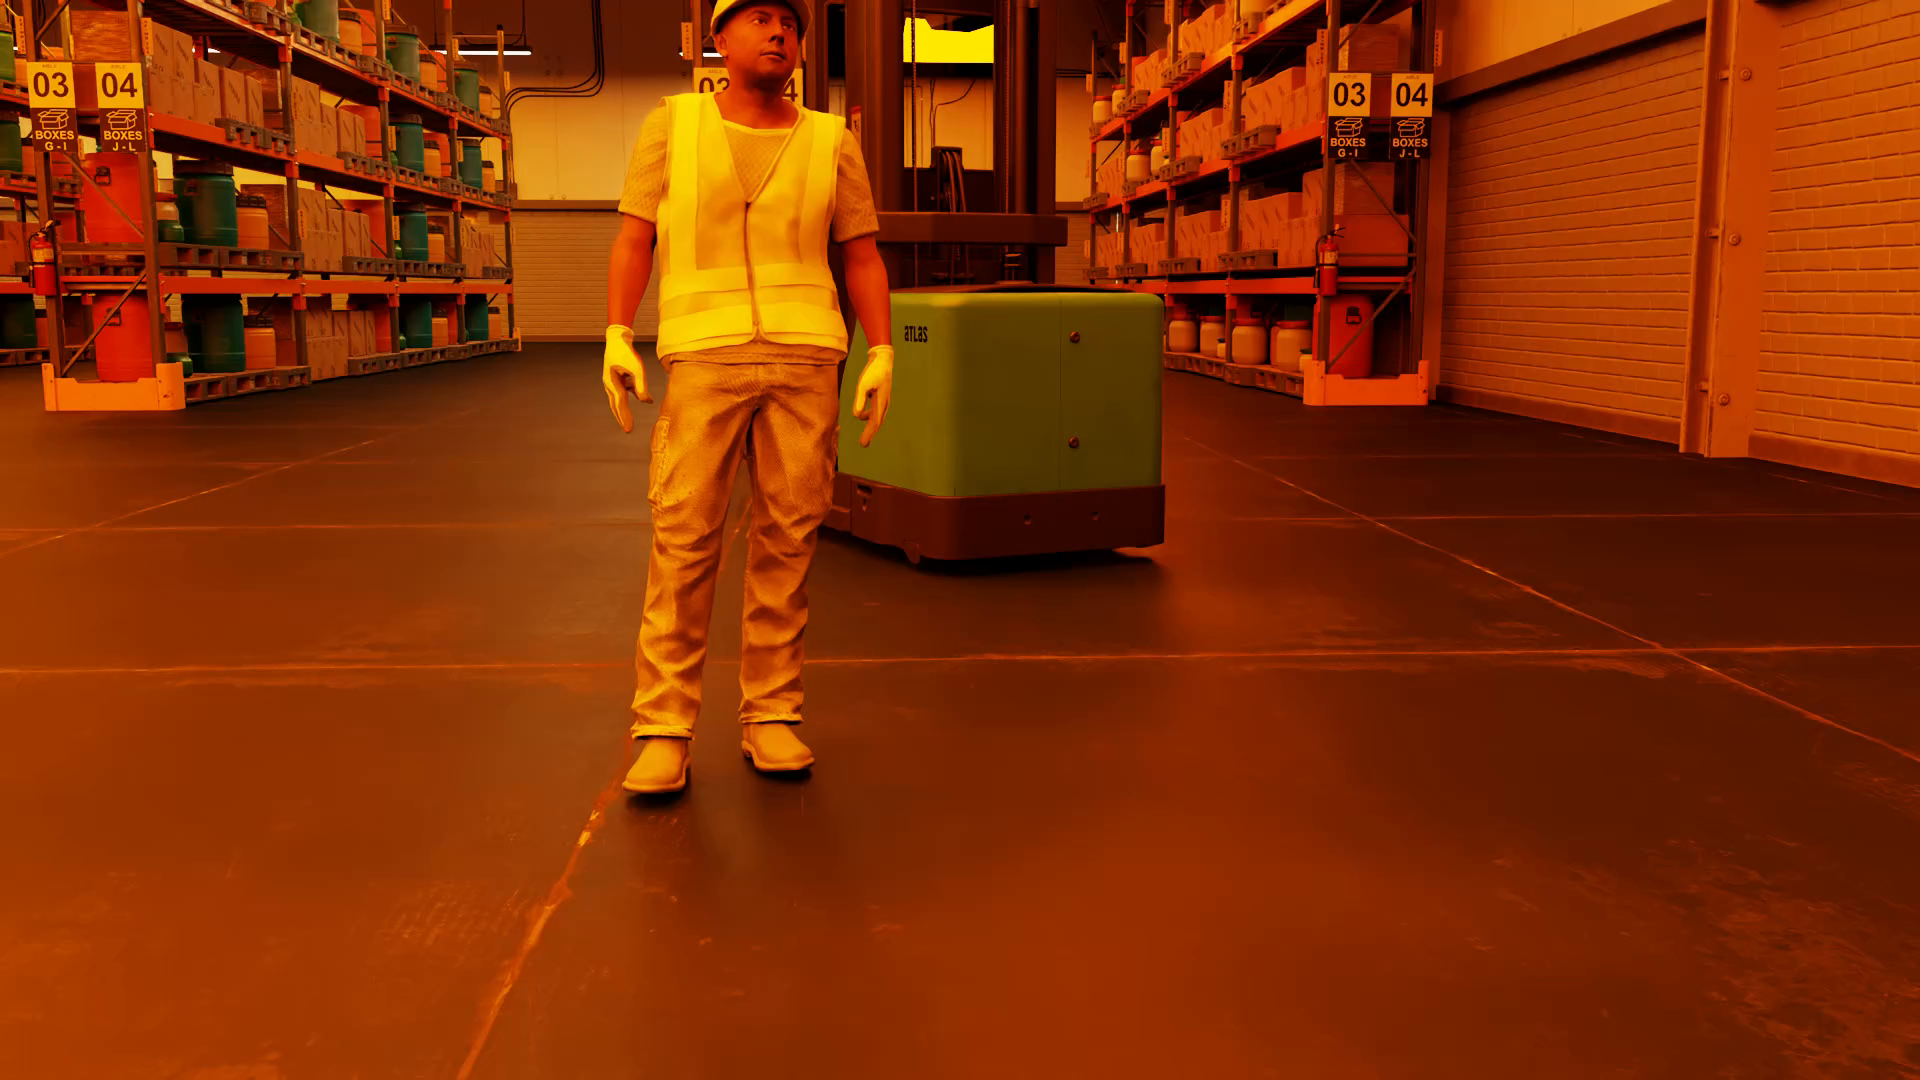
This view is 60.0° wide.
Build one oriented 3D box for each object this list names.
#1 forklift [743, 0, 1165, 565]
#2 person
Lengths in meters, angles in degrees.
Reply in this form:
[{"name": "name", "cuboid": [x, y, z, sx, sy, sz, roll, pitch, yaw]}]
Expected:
[{"name": "forklift", "cuboid": [-0.264, -1.530, 7.637, 1.130, 2.935, 3.031, -4, 9, -25]}, {"name": "person", "cuboid": [-0.457, -0.372, 3.693, 0.656, 1.785, 0.575, -2, 9, -13]}]
